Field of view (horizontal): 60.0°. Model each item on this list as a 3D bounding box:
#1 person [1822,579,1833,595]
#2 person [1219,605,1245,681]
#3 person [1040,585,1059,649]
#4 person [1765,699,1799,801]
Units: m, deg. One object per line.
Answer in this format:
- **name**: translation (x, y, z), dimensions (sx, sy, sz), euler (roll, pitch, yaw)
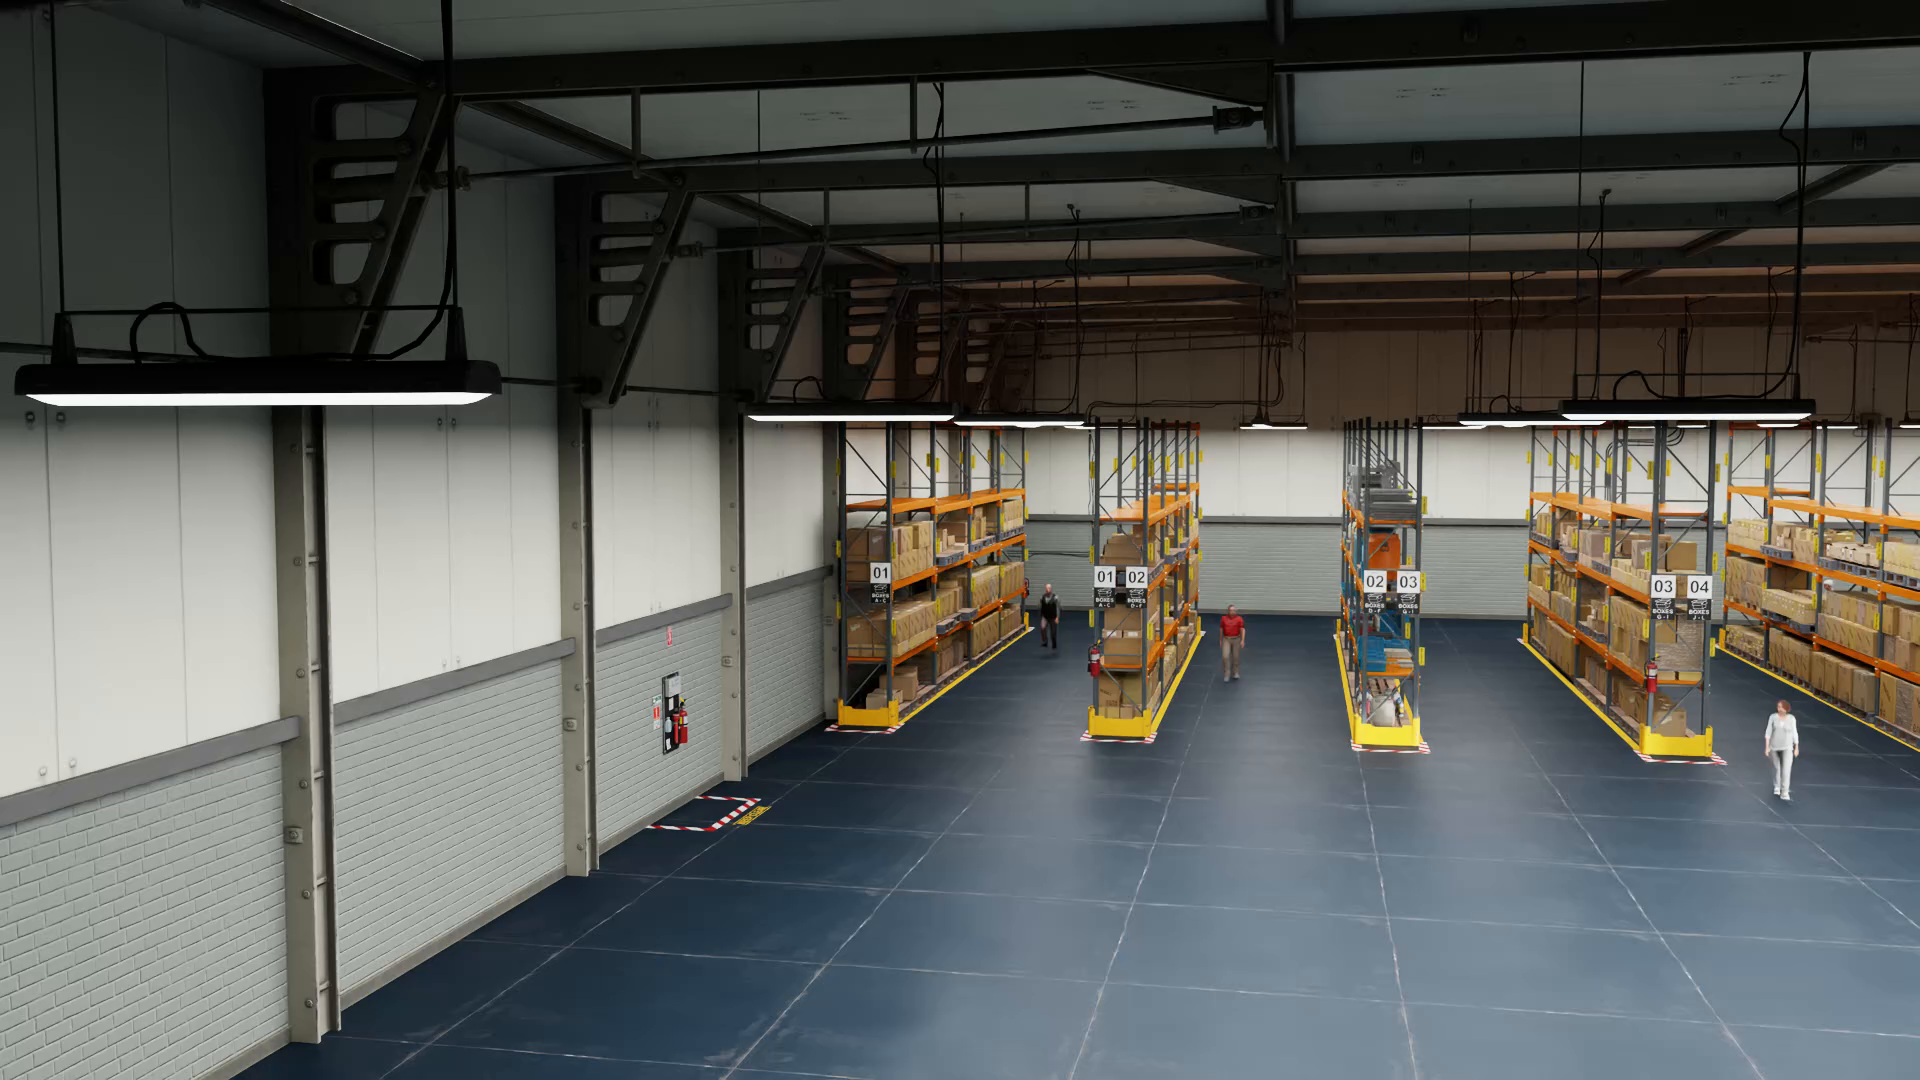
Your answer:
- **person**: translation (23.436, 1.935, 44.707), dimensions (0.784, 1.772, 0.550), euler (1, 4, 15)
- **person**: translation (6.291, 2.381, 38.473), dimensions (0.598, 1.766, 0.648), euler (1, 4, 13)
- **person**: translation (2.302, 1.977, 42.446), dimensions (0.511, 1.686, 0.948), euler (1, 4, 8)
- **person**: translation (12.770, 3.269, 25.883), dimensions (0.449, 1.510, 0.972), euler (3, 4, 34)
